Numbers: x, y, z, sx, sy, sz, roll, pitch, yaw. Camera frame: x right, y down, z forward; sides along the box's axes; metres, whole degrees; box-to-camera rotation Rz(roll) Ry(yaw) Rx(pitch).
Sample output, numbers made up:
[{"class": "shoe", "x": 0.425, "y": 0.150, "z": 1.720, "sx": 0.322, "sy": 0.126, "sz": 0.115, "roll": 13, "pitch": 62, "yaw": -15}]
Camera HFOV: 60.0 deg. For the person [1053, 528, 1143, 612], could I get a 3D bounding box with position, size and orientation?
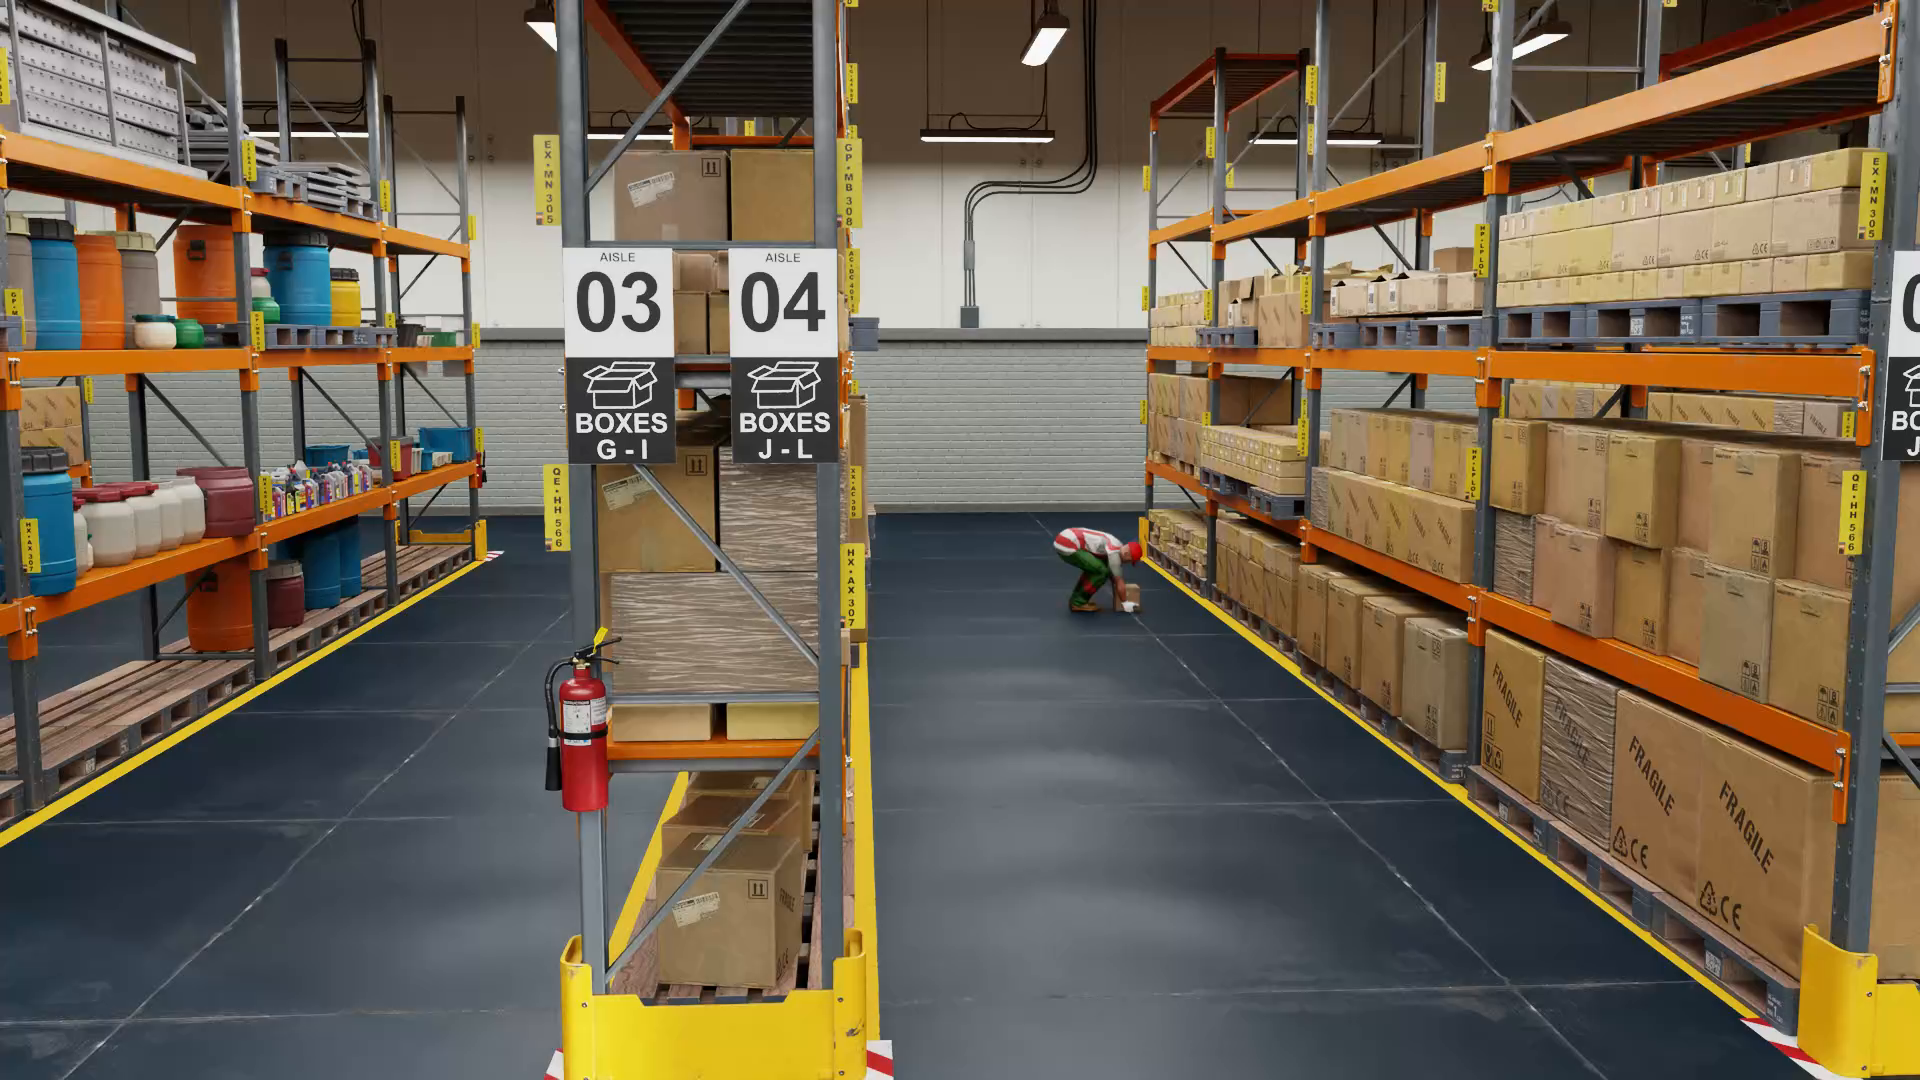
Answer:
[{"class": "person", "x": 1.486, "y": 0.317, "z": 17.872, "sx": 0.959, "sy": 0.905, "sz": 0.536, "roll": -1, "pitch": 7, "yaw": -6}]
